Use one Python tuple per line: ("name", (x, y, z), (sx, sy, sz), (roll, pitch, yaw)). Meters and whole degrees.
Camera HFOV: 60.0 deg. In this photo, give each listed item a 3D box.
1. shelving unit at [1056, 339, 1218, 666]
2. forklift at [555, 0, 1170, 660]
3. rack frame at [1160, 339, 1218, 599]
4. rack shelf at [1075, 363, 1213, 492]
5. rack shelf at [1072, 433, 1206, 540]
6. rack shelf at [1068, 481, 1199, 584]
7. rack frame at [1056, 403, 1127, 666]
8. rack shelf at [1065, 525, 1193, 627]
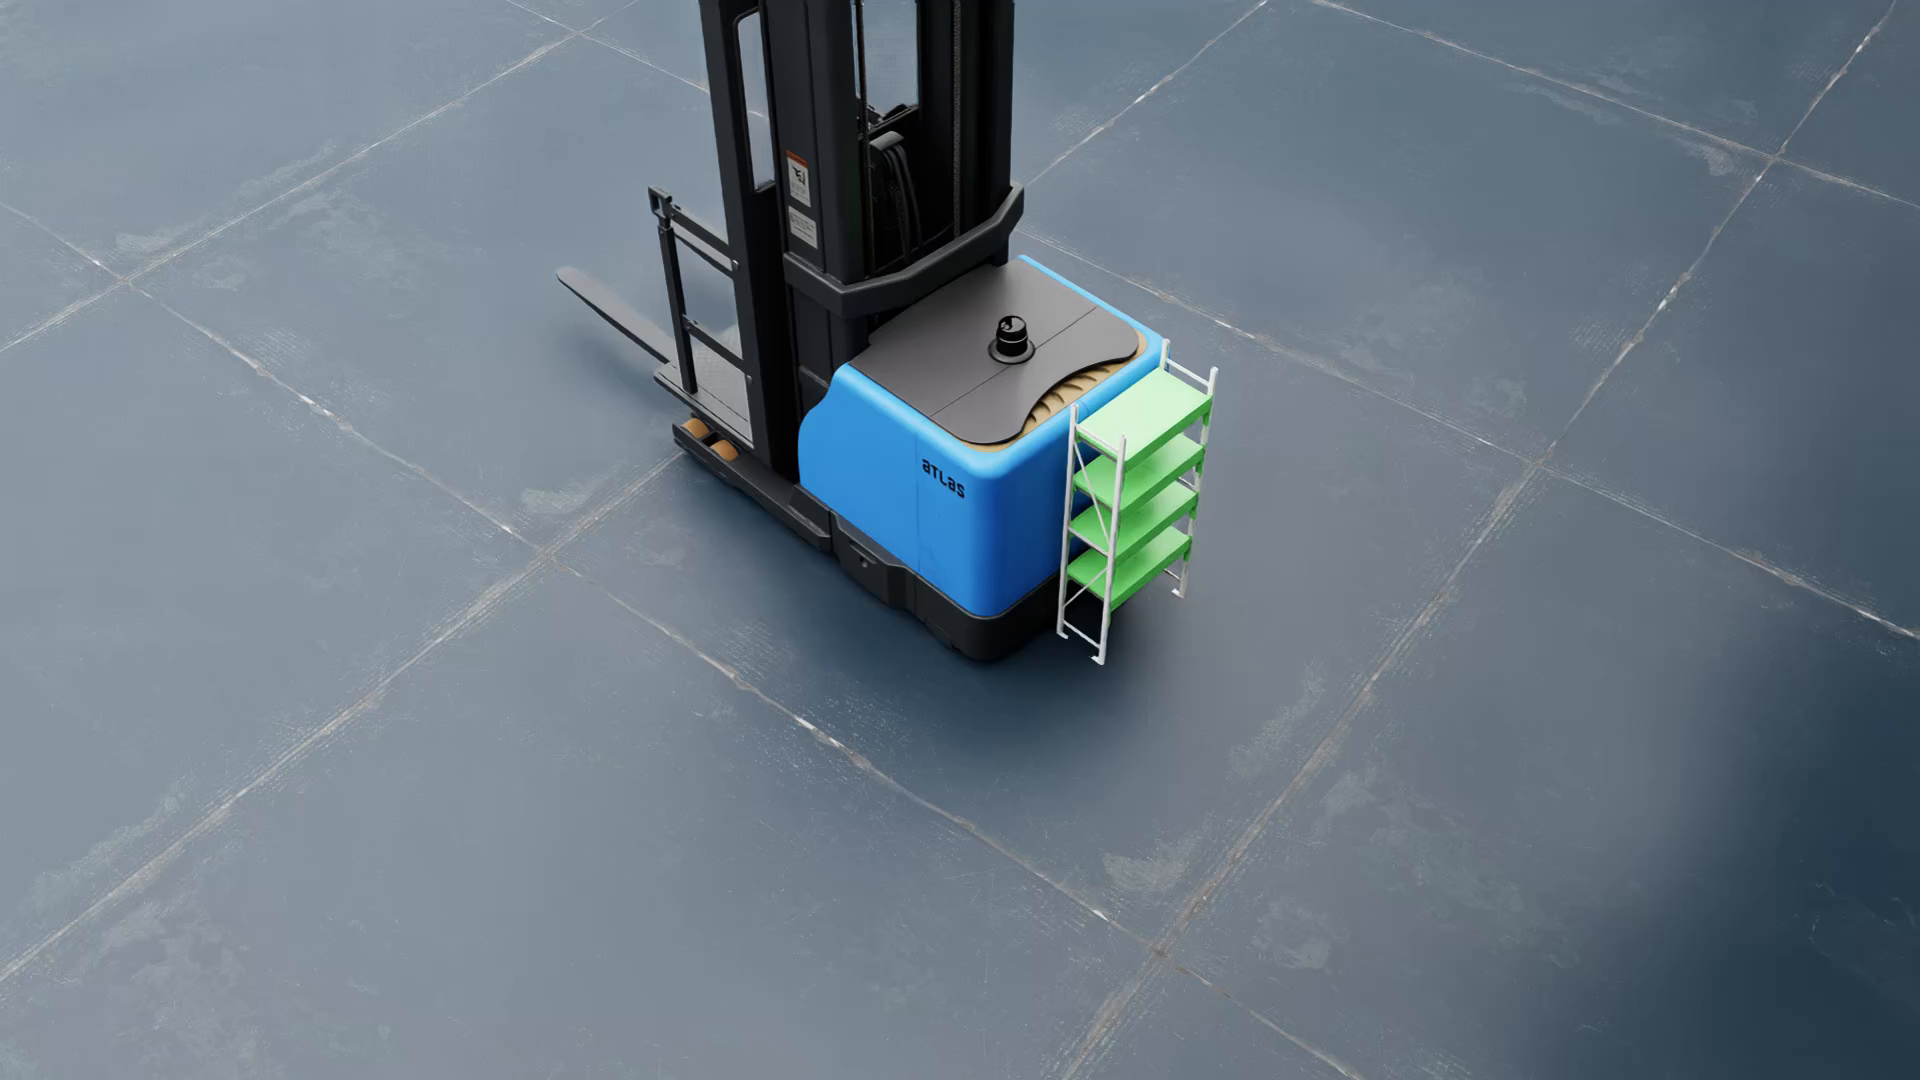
("shelving unit", (0.643, -0.116, 6.196), (0.258, 1.200, 0.503), (36, 56, 29))
("forklift", (-0.599, -1.513, 6.333), (1.130, 2.935, 3.031), (-36, 56, -29))
("rack frame", (0.814, -0.242, 6.316), (0.240, 1.200, 0.015), (36, 56, 29))
("rack shelf", (0.643, -0.404, 5.895), (0.258, 0.148, 0.480), (36, 56, 29))
("rack shelf", (0.643, -0.238, 6.069), (0.258, 0.148, 0.480), (36, 56, 29))
("rack shelf", (0.643, -0.072, 6.242), (0.258, 0.148, 0.480), (36, 56, 29))
("rack frame", (0.471, 0.009, 6.076), (0.240, 1.200, 0.015), (36, 56, 29))
("rack shelf", (0.643, 0.094, 6.416), (0.258, 0.148, 0.480), (36, 56, 29))
